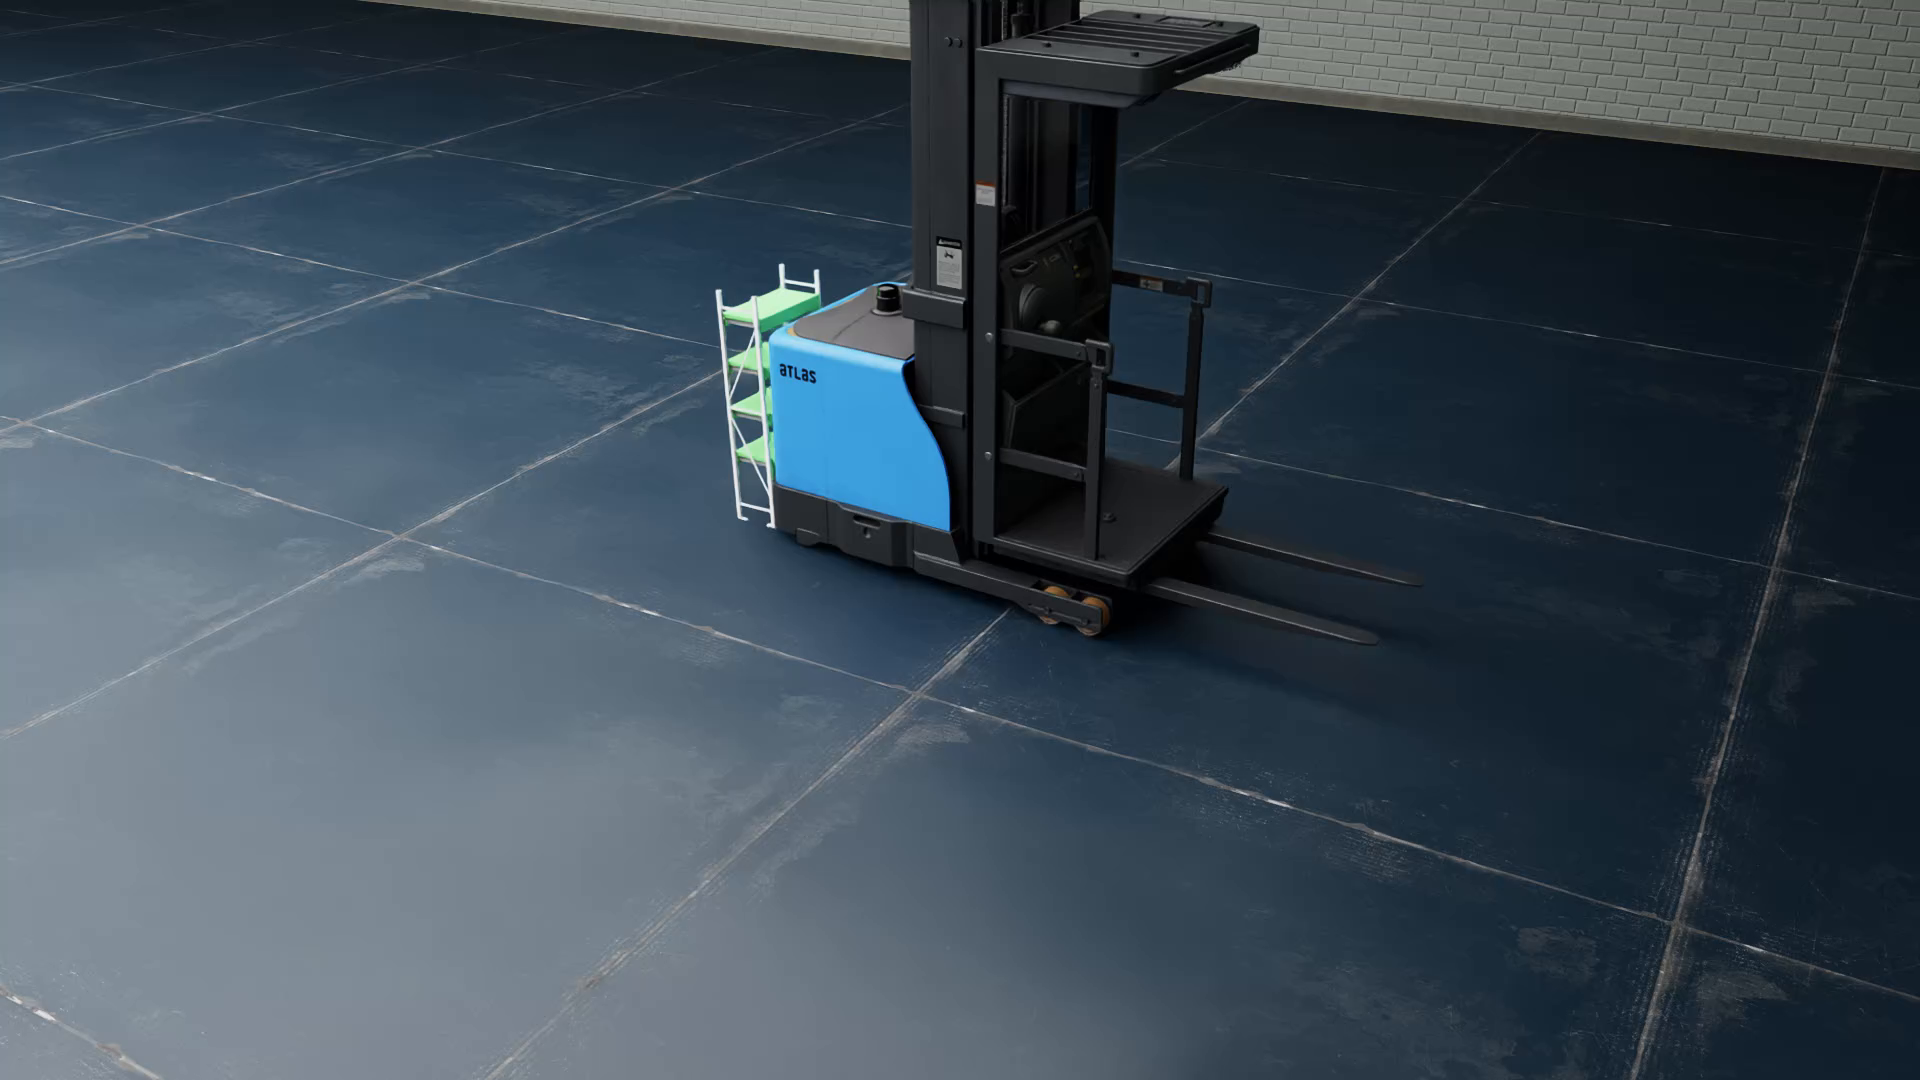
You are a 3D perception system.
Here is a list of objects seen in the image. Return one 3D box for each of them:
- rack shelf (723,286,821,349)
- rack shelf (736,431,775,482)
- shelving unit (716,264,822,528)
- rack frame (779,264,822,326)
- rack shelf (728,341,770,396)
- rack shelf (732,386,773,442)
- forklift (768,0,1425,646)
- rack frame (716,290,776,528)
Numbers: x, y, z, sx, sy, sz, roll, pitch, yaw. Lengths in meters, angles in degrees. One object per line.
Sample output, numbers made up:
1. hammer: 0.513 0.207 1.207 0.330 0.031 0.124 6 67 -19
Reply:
1. rack shelf: -0.926 -1.098 8.164 0.258 0.148 0.480 14 30 30
2. rack shelf: -0.904 -0.448 8.473 0.258 0.148 0.480 14 30 30
3. shelving unit: -0.914 -0.723 8.342 0.258 1.200 0.503 14 30 30
4. rack frame: -0.782 -0.815 8.526 0.240 1.200 0.015 14 30 30
5. rack shelf: -0.919 -0.882 8.267 0.258 0.148 0.480 14 30 30
6. rack shelf: -0.912 -0.665 8.370 0.258 0.148 0.480 14 30 30
7. forklift: 0.607 -1.159 7.290 3.031 2.935 1.130 15 30 28
8. rack frame: -1.045 -0.631 8.158 0.240 1.200 0.015 14 30 30
